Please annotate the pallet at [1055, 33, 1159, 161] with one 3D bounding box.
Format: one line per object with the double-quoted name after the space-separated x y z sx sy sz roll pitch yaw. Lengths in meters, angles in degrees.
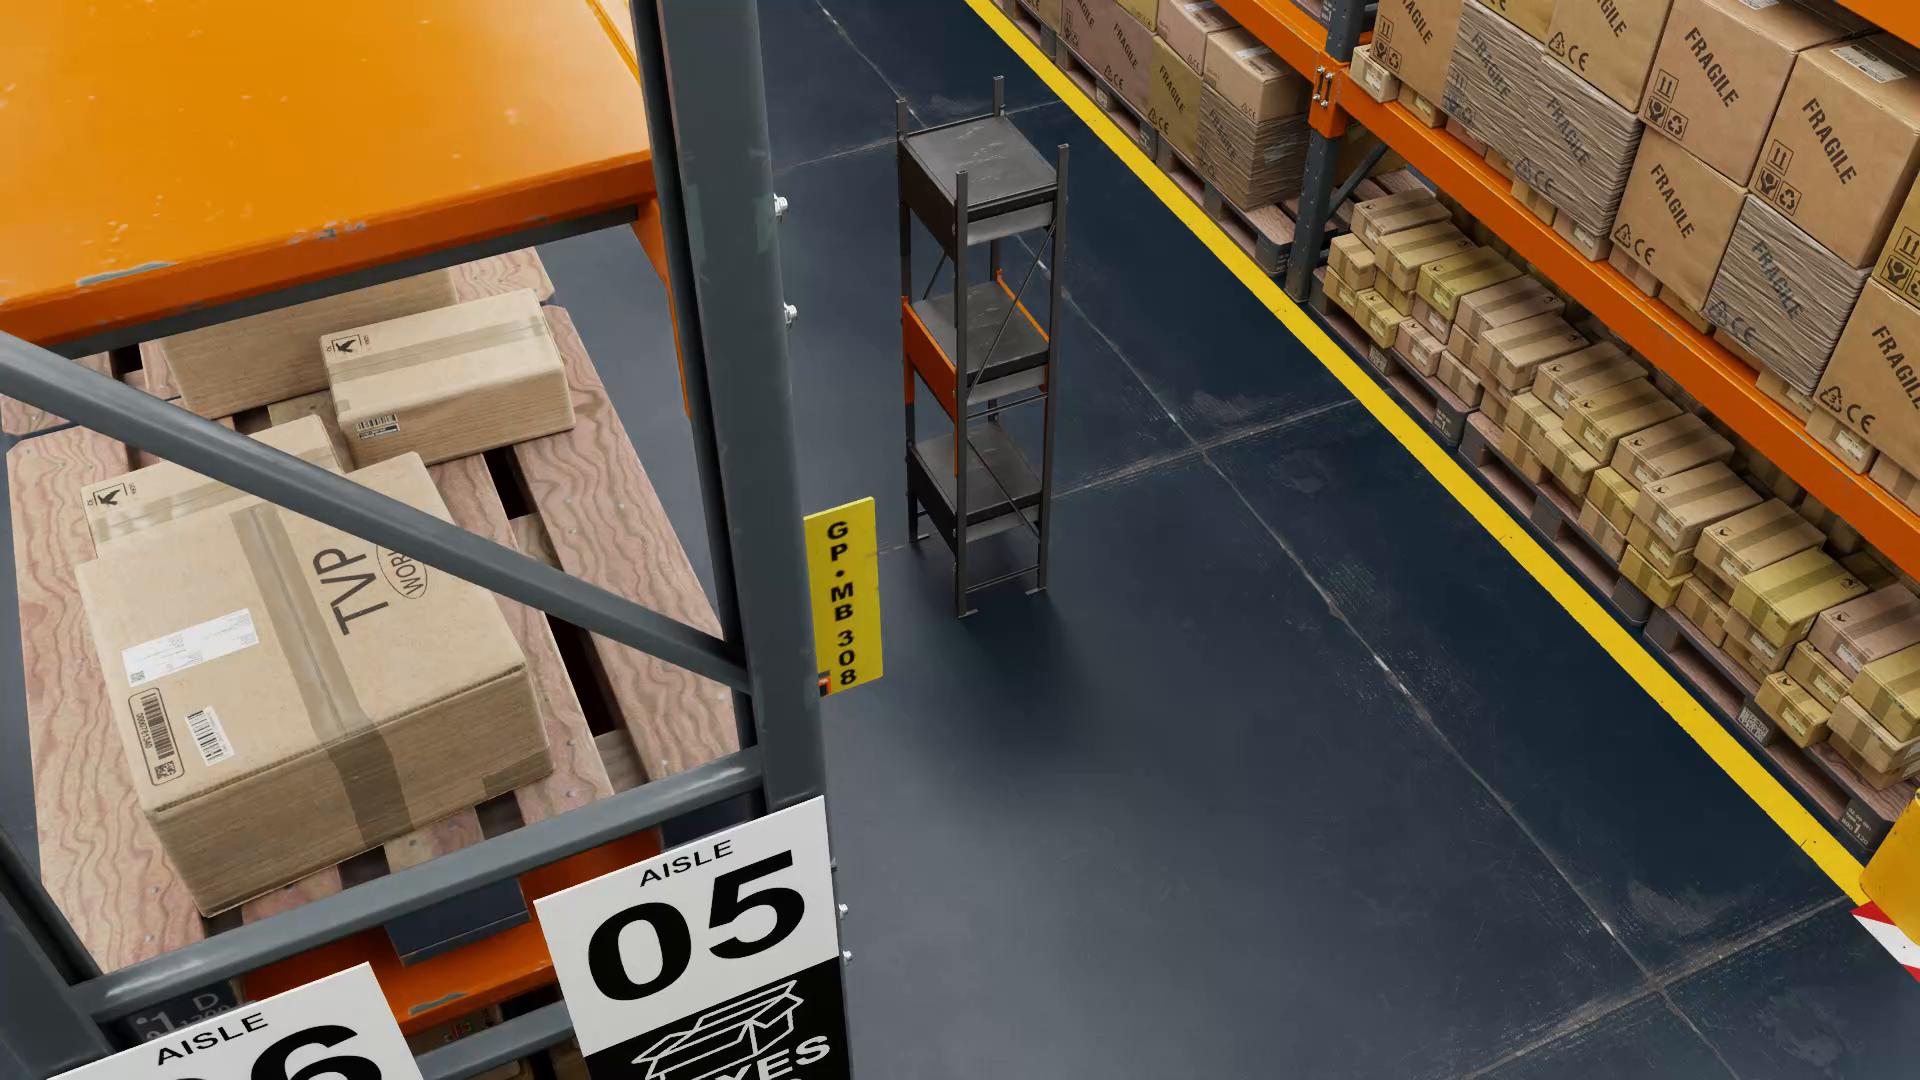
1.266 -2.711 9.716 1.003 0.211 1.213 -18 47 -17 "pallet"

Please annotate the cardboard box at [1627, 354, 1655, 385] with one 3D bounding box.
3.022 -0.706 7.218 0.380 0.149 0.250 -20 48 -19 "cardboard box"

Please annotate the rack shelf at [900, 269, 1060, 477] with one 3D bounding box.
0.070 -0.632 6.284 0.431 0.518 0.480 -18 47 -17 "rack shelf"

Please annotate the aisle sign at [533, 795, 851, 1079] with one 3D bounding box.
-0.361 0.681 2.442 0.394 0.787 0.004 -18 47 -17 "aisle sign"

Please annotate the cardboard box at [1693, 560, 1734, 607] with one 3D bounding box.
3.073 0.095 6.406 0.380 0.149 0.250 -19 48 -18 "cardboard box"

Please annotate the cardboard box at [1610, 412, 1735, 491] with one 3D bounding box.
2.839 -0.333 6.627 0.380 0.149 0.250 -20 48 -19 "cardboard box"

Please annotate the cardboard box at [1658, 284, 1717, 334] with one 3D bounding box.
2.812 -0.926 6.100 0.380 0.149 0.250 -17 47 -17 "cardboard box"

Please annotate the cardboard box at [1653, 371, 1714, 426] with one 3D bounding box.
3.118 -0.625 6.924 0.380 0.149 0.250 -18 47 -17 "cardboard box"

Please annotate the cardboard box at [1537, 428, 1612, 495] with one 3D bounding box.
2.632 -0.365 6.873 0.380 0.149 0.250 -18 47 -17 "cardboard box"

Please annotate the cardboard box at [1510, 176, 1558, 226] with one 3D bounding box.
2.426 -1.410 6.591 0.380 0.149 0.250 -17 47 -17 "cardboard box"

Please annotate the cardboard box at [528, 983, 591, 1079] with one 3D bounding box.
-0.598 0.865 3.324 0.500 0.500 0.500 -19 48 -18 "cardboard box"

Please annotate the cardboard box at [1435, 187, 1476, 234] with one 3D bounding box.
2.498 -1.625 7.938 0.380 0.149 0.250 -17 47 -16 "cardboard box"

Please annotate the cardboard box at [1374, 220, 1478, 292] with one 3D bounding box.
2.131 -1.302 7.610 0.380 0.149 0.250 -16 47 -15 "cardboard box"

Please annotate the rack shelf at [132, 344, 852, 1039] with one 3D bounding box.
-1.496 -0.440 3.805 1.077 0.370 4.000 -18 47 -17 "rack shelf"

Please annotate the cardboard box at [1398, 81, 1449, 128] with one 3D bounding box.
2.110 -1.920 7.108 0.380 0.149 0.250 -17 47 -16 "cardboard box"

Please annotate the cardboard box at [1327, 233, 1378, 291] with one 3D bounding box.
1.974 -1.344 7.864 0.380 0.149 0.250 -16 47 -16 "cardboard box"

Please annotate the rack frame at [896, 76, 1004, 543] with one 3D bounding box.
-0.033 -0.797 6.432 0.400 2.100 0.015 -18 47 -17 "rack frame"

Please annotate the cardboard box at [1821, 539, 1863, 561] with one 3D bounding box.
3.550 -0.047 6.549 0.380 0.149 0.250 -17 47 -16 "cardboard box"

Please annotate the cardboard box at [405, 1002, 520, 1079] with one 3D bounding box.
-0.987 0.854 2.872 0.380 0.149 0.250 -17 47 -17 "cardboard box"

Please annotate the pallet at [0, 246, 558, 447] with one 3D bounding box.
-1.493 -0.638 3.557 1.003 0.211 1.213 -18 47 -17 "pallet"

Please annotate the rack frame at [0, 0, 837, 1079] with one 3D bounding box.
-0.655 -0.489 1.208 1.000 3.000 0.127 -18 47 -17 "rack frame"

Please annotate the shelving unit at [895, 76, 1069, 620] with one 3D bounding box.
0.070 -0.642 6.274 0.431 2.100 0.503 -18 47 -17 "shelving unit"

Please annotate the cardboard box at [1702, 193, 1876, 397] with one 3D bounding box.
2.938 -0.882 5.594 0.500 0.500 0.500 -18 47 -17 "cardboard box"

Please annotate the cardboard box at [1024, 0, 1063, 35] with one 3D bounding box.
0.711 -3.392 9.902 0.500 0.500 0.500 -17 47 -17 "cardboard box"

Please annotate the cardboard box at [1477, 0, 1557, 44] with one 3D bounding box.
2.312 -2.241 6.259 0.500 0.500 0.500 -19 48 -19 "cardboard box"

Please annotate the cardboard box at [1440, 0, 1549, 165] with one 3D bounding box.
2.306 -1.867 6.592 0.500 0.500 0.500 -18 47 -17 "cardboard box"

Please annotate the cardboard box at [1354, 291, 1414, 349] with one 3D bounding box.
2.085 -1.067 7.795 0.380 0.149 0.250 -17 47 -16 "cardboard box"

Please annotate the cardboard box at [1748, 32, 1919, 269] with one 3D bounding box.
2.936 -1.247 5.252 0.500 0.500 0.500 -16 47 -15 "cardboard box"

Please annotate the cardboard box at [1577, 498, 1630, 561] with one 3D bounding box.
2.774 -0.094 6.809 0.380 0.149 0.250 -17 47 -17 "cardboard box"

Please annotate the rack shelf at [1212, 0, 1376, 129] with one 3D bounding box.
1.271 -3.447 8.989 1.077 0.370 4.000 -18 47 -17 "rack shelf"

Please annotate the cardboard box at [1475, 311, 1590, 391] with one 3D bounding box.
2.445 -0.809 7.110 0.380 0.149 0.250 -17 47 -17 "cardboard box"

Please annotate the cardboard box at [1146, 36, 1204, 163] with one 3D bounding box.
1.357 -2.413 8.909 0.500 0.500 0.500 -19 48 -18 "cardboard box"

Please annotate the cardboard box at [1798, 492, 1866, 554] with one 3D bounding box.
3.488 -0.133 6.425 0.380 0.149 0.250 -20 48 -19 "cardboard box"

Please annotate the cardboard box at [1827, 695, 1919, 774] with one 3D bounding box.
3.313 0.628 5.866 0.380 0.149 0.250 -19 48 -18 "cardboard box"

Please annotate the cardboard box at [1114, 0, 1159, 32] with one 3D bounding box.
1.130 -3.020 8.990 0.500 0.250 0.500 -20 48 -19 "cardboard box"

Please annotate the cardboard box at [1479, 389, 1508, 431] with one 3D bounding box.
2.534 -0.616 7.338 0.380 0.149 0.250 -20 48 -19 "cardboard box"

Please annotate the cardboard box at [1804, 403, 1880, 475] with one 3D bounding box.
3.082 -0.395 5.563 0.380 0.149 0.250 -17 47 -16 "cardboard box"

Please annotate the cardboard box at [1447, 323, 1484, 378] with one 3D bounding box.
2.408 -0.892 7.406 0.380 0.149 0.250 -20 48 -19 "cardboard box"

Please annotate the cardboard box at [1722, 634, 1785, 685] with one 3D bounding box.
3.150 0.384 6.325 0.380 0.149 0.250 -18 47 -18 "cardboard box"

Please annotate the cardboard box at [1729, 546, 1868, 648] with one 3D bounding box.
3.064 0.207 6.081 0.380 0.149 0.250 -19 48 -18 "cardboard box"

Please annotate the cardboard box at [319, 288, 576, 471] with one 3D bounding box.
-0.904 -0.278 2.938 0.380 0.149 0.250 -16 47 -16 "cardboard box"

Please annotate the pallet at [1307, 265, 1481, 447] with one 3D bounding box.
2.426 -1.019 8.001 1.003 0.211 1.213 -18 47 -17 "pallet"

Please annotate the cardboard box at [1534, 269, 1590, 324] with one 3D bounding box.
2.791 -1.129 7.435 0.380 0.149 0.250 -17 47 -16 "cardboard box"
